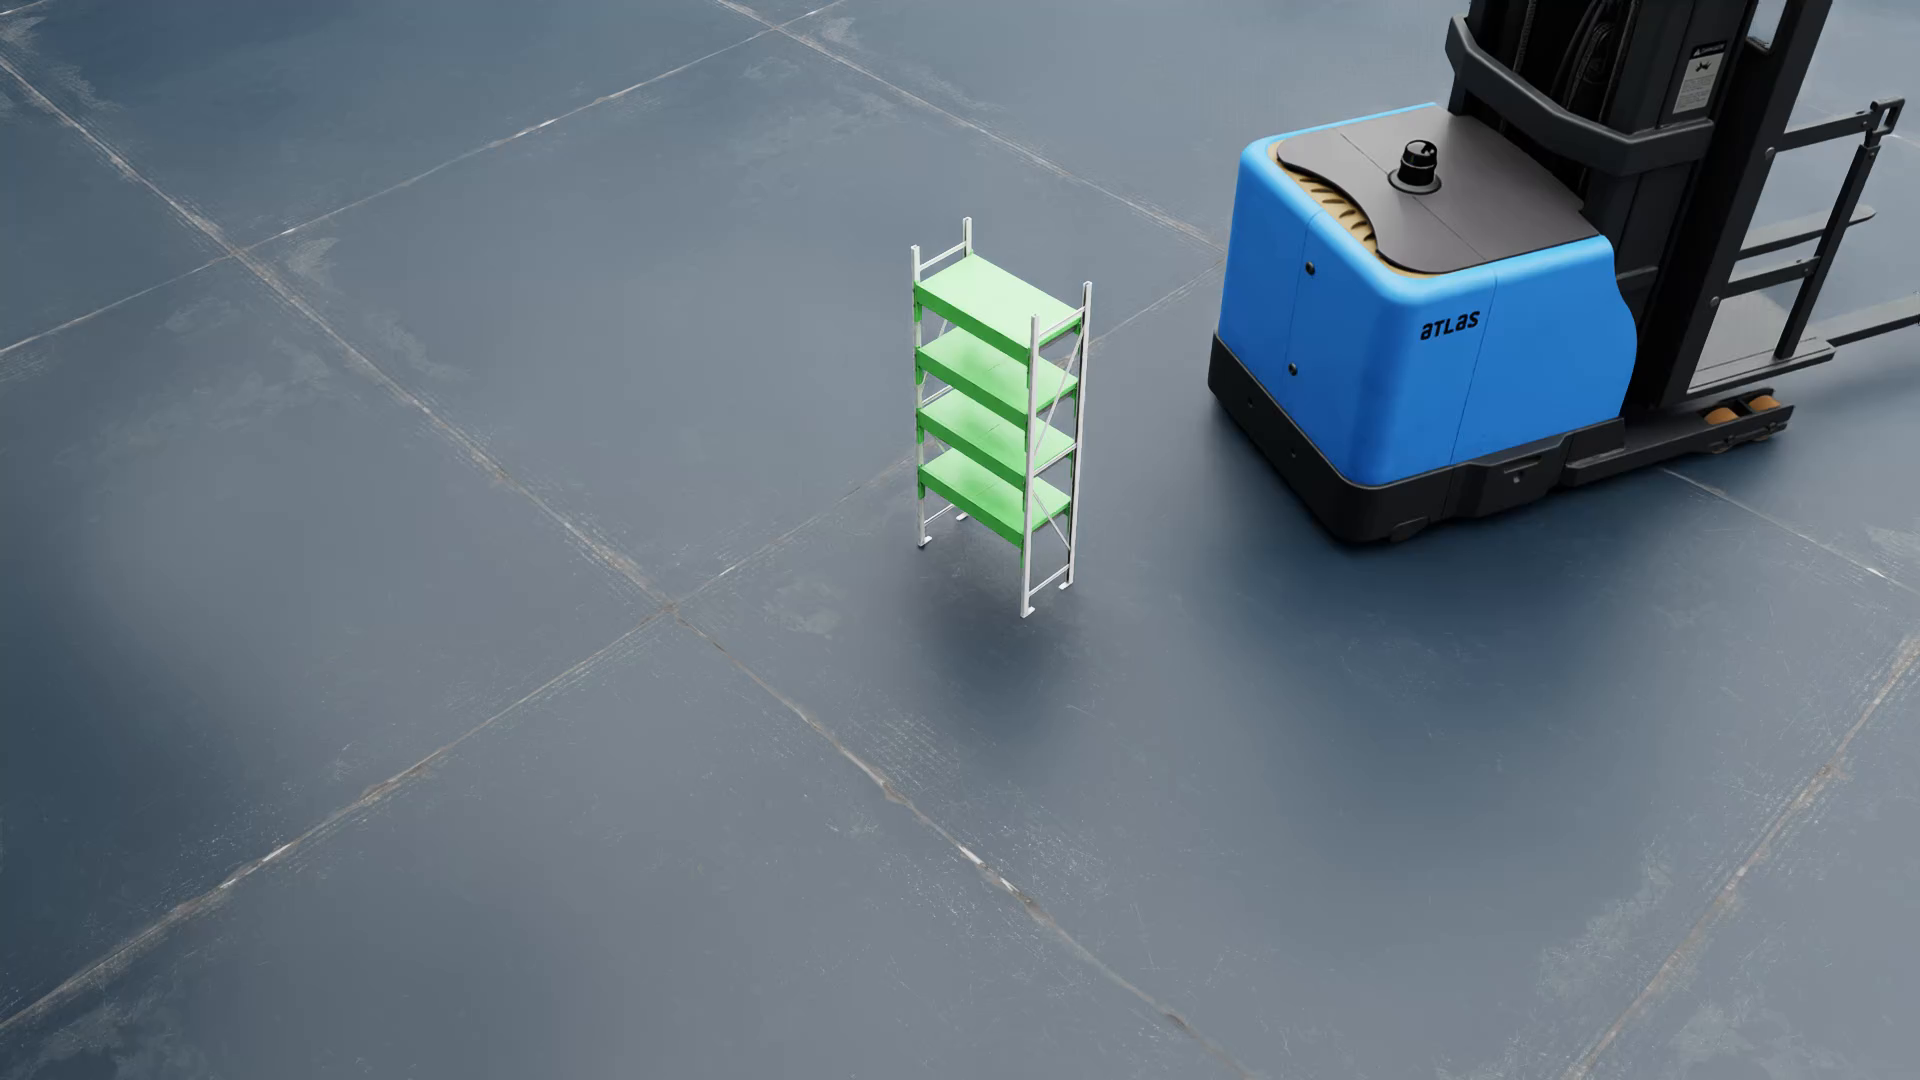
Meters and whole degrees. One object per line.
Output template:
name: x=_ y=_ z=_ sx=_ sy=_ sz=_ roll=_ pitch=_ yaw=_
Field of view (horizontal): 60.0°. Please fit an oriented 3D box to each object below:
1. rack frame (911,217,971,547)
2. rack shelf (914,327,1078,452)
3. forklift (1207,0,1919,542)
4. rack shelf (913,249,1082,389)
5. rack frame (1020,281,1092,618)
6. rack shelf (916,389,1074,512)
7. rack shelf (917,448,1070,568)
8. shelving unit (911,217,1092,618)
rack frame: x=-0.055 y=-0.478 z=5.384 sx=0.240 sy=1.200 sz=0.015 roll=-34 pitch=53 yaw=-31
rack shelf: x=0.117 y=-0.490 z=5.137 sx=0.258 sy=0.148 sz=0.480 roll=-34 pitch=53 yaw=-31
forklift: x=2.503 y=-1.711 z=5.442 sx=3.031 sy=2.935 sz=1.130 roll=-15 pitch=45 yaw=-16
rack shelf: x=0.117 y=-0.667 z=4.974 sx=0.258 sy=0.148 sz=0.480 roll=-34 pitch=53 yaw=-31
rack frame: x=0.289 y=-0.244 z=5.130 sx=0.240 sy=1.200 sz=0.015 roll=-34 pitch=53 yaw=-31
rack shelf: x=0.117 y=-0.314 z=5.300 sx=0.258 sy=0.148 sz=0.480 roll=-34 pitch=53 yaw=-31
rack shelf: x=0.117 y=-0.138 z=5.463 sx=0.258 sy=0.148 sz=0.480 roll=-34 pitch=53 yaw=-31
shelving unit: x=0.117 y=-0.361 z=5.257 sx=0.258 sy=1.200 sz=0.503 roll=-34 pitch=53 yaw=-31
